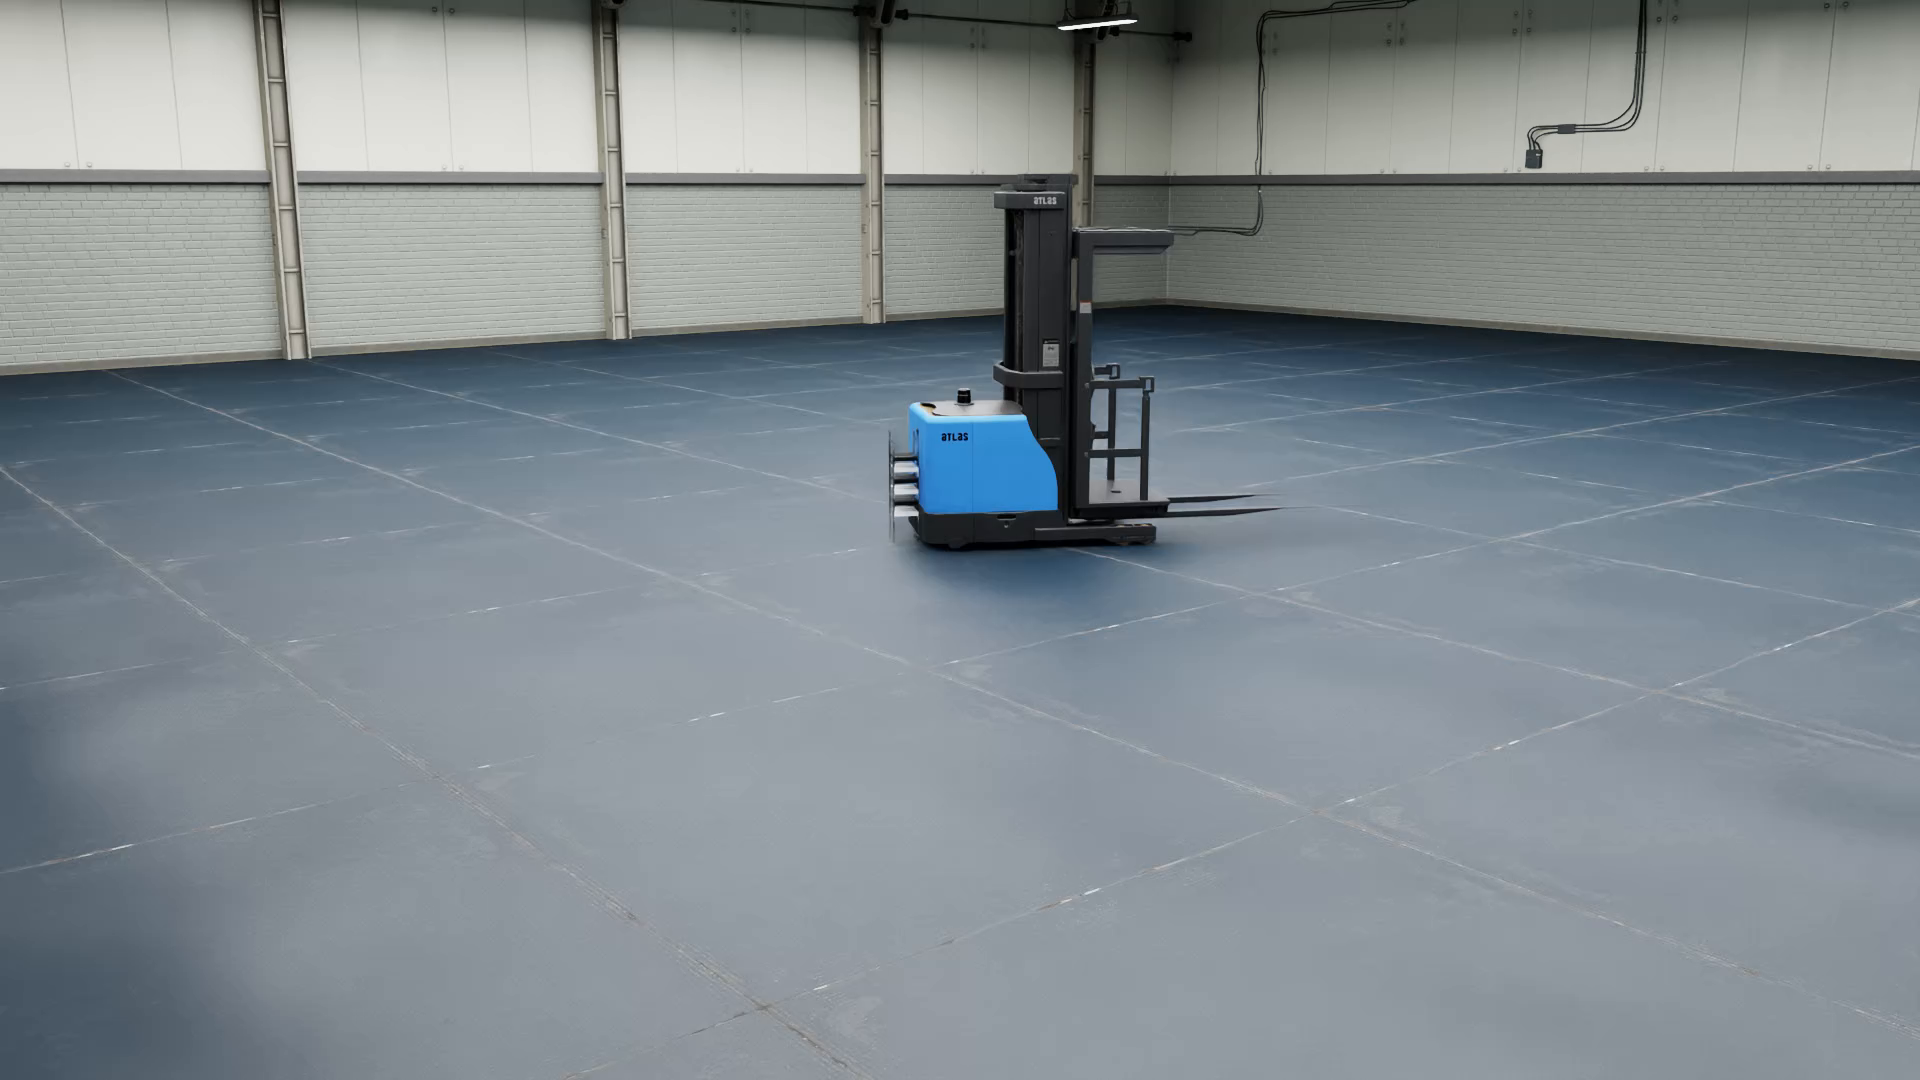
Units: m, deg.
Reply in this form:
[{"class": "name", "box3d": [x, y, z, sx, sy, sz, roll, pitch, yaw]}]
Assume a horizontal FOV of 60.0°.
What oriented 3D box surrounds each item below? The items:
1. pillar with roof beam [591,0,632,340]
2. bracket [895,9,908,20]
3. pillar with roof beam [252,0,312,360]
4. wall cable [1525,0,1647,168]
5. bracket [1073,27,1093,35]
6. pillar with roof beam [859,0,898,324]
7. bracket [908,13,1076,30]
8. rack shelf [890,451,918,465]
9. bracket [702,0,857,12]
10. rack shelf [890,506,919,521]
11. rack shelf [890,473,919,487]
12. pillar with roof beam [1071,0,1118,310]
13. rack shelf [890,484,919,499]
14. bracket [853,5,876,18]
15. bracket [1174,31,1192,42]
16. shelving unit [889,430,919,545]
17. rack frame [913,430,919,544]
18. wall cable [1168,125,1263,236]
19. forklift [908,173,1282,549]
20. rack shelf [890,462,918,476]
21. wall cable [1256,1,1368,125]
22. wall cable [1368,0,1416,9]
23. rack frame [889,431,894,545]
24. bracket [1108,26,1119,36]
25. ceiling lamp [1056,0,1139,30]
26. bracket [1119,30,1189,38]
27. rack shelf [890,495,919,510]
[{"class": "pillar with roof beam", "box3d": [-3.828, -7.554, 27.540, 0.548, 9.000, 9.100, -9, 15, -38]}, {"class": "bracket", "box3d": [-1.286, -10.788, 34.103, 0.430, 0.232, 0.235, -9, 15, -38]}, {"class": "pillar with roof beam", "box3d": [-8.513, -6.776, 23.873, 0.400, 9.000, 9.100, -9, 15, -38]}, {"class": "wall cable", "box3d": [11.898, -10.099, 31.337, 0.169, 6.003, 2.305, -9, 15, -38]}, {"class": "bracket", "box3d": [2.751, -11.459, 37.262, 0.430, 0.232, 0.235, -9, 15, -38]}, {"class": "pillar with roof beam", "box3d": [0.857, -8.333, 31.206, 0.548, 9.000, 9.100, -9, 15, -38]}, {"class": "bracket", "box3d": [0.739, -11.125, 35.688, 4.783, 0.066, 0.076, -9, 15, -38]}, {"class": "rack shelf", "box3d": [-0.454, -0.656, 13.411, 0.200, 0.077, 0.258, -2, 12, -10]}, {"class": "bracket", "box3d": [-3.946, -10.346, 32.021, 4.783, 0.066, 0.076, -9, 15, -38]}, {"class": "rack shelf", "box3d": [-0.454, -0.216, 13.504, 0.200, 0.077, 0.258, -2, 12, -10]}, {"class": "rack shelf", "box3d": [-0.454, -0.480, 13.448, 0.200, 0.077, 0.258, -2, 12, -10]}, {"class": "pillar with roof beam", "box3d": [5.543, -9.111, 34.873, 0.548, 9.000, 9.100, -9, 15, -38]}, {"class": "rack shelf", "box3d": [-0.454, -0.392, 13.467, 0.200, 0.077, 0.258, -2, 12, -10]}, {"class": "bracket", "box3d": [-1.934, -10.680, 33.596, 0.430, 0.232, 0.235, -9, 15, -38]}, {"class": "bracket", "box3d": [5.250, -11.874, 39.218, 0.430, 0.232, 0.235, -9, 15, -38]}, {"class": "shelving unit", "box3d": [-0.454, -0.424, 13.460, 0.210, 0.900, 0.258, -2, 12, -10]}, {"class": "rack frame", "box3d": [-0.354, -0.428, 13.478, 0.006, 0.900, 0.240, -2, 12, -10]}, {"class": "wall cable", "box3d": [5.980, -8.458, 39.274, 0.112, 2.526, 3.097, -9, 15, -38]}, {"class": "forklift", "box3d": [1.131, -1.492, 13.599, 3.031, 2.935, 1.130, -2, 12, -10]}, {"class": "rack shelf", "box3d": [-0.454, -0.568, 13.430, 0.200, 0.077, 0.258, -2, 12, -10]}, {"class": "wall cable", "box3d": [7.670, -10.490, 36.683, 0.112, 2.526, 3.097, -9, 15, -38]}, {"class": "wall cable", "box3d": [9.603, -12.213, 33.847, 0.112, 2.526, 3.097, -9, 15, -38]}, {"class": "rack frame", "box3d": [-0.554, -0.420, 13.442, 0.006, 0.900, 0.240, -2, 12, -10]}, {"class": "bracket", "box3d": [3.399, -11.567, 37.770, 0.430, 0.232, 0.235, -9, 15, -38]}, {"class": "ceiling lamp", "box3d": [2.803, -11.393, 31.566, 0.800, 3.185, 2.000, -9, 15, -38]}, {"class": "bracket", "box3d": [4.789, -11.797, 38.857, 3.189, 0.066, 0.076, -9, 15, -38]}, {"class": "rack shelf", "box3d": [-0.454, -0.304, 13.486, 0.200, 0.077, 0.258, -2, 12, -10]}]
